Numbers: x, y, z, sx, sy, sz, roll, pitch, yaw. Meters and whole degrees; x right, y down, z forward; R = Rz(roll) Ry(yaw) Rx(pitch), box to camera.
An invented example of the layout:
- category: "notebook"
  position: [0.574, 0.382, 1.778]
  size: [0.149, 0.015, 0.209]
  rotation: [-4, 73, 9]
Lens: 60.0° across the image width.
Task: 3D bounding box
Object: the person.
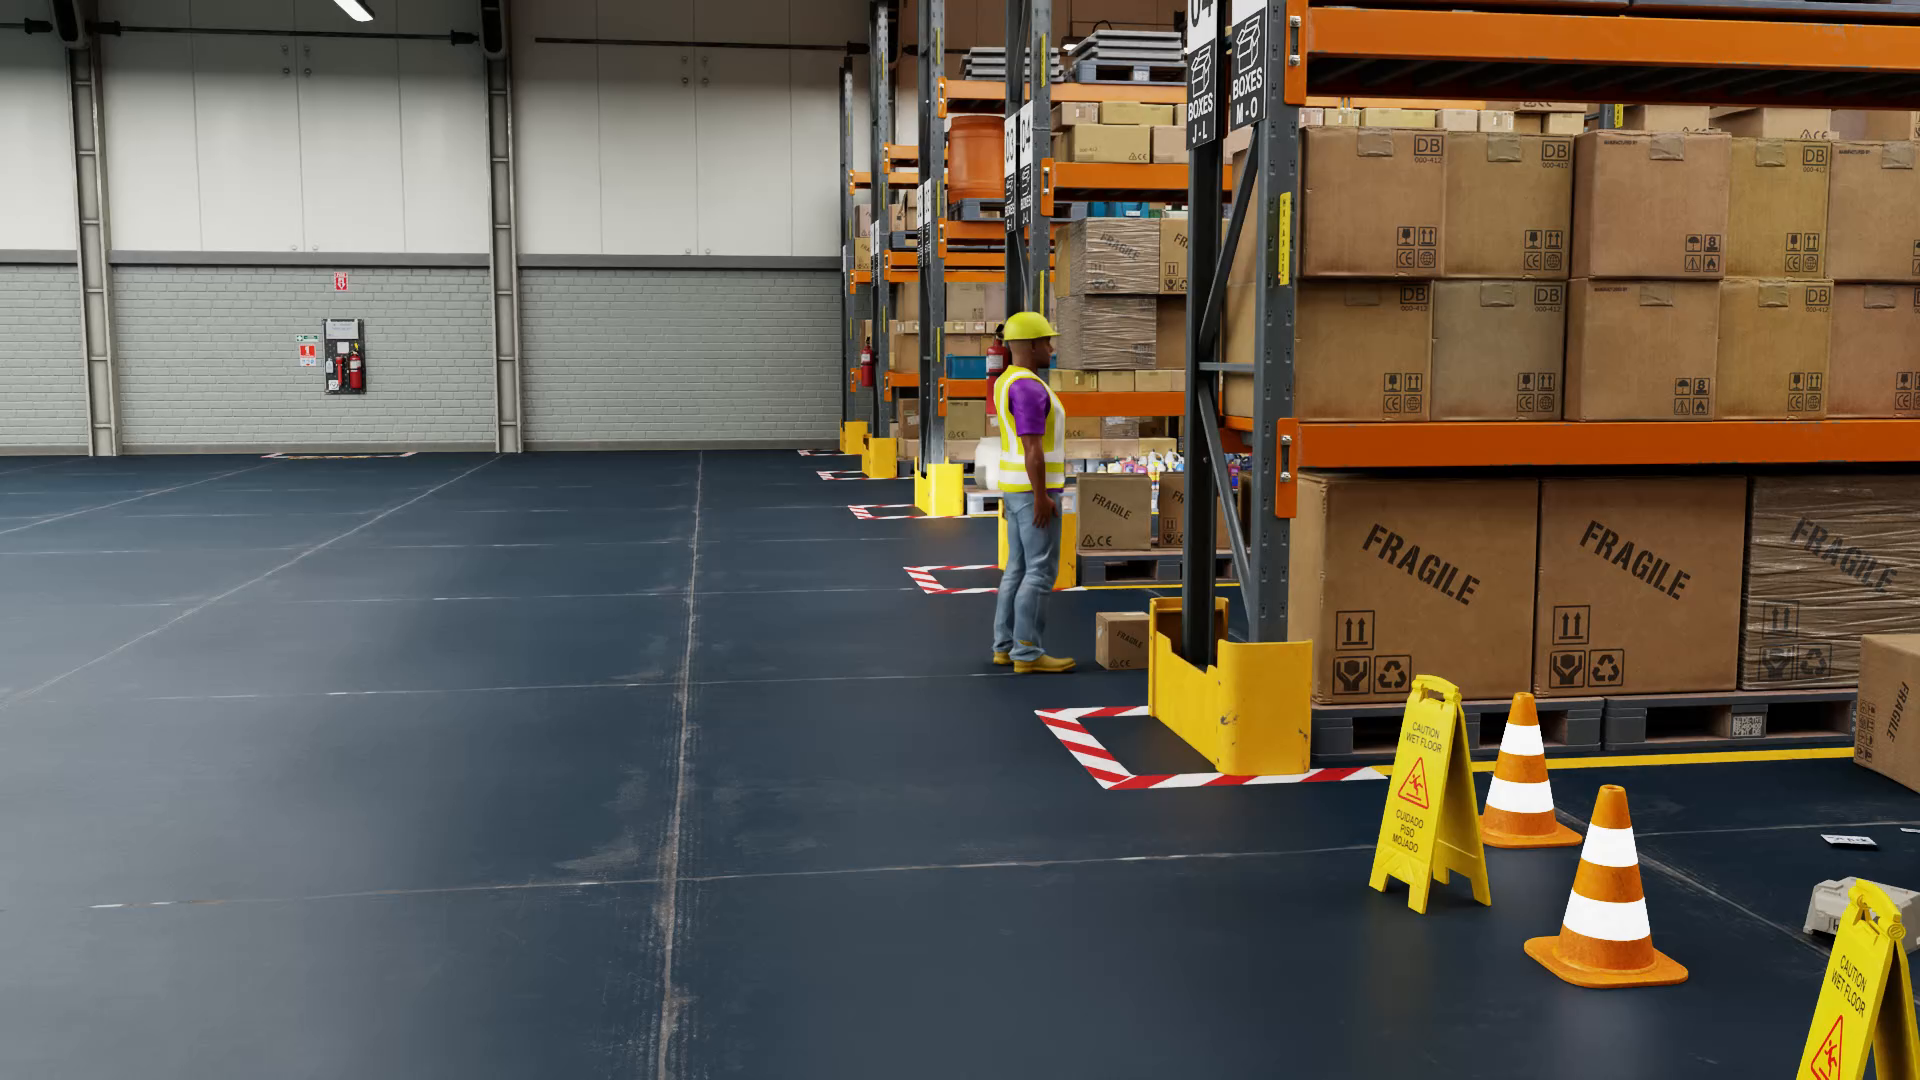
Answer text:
- category: "person"
  position: [0.364, -0.226, 8.222]
  size: [0.381, 1.784, 0.563]
  rotation: [-1, 6, -7]
